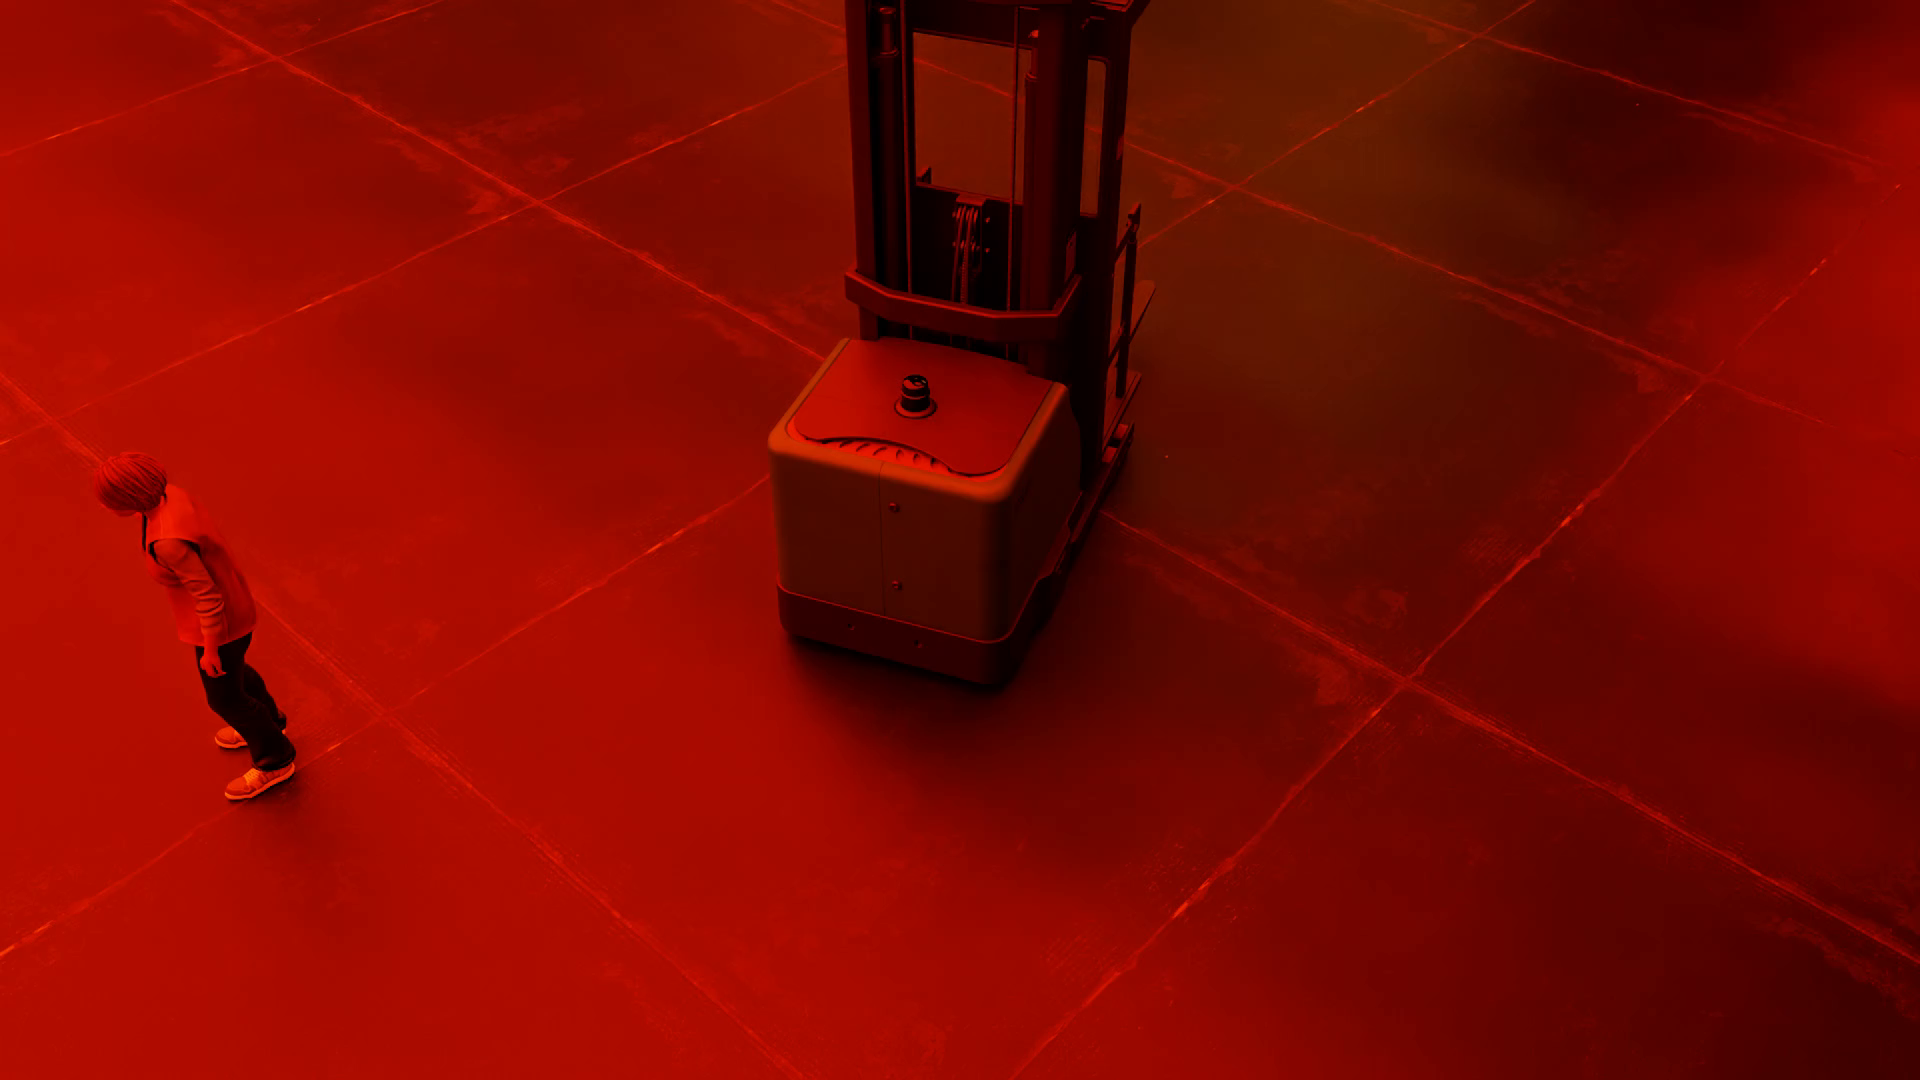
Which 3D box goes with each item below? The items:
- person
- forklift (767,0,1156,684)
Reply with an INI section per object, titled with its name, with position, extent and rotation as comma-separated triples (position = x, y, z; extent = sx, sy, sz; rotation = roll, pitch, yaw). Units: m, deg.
[person]
position = -2.765, 0.294, 6.113
extent = 0.344, 1.593, 0.485
rotation = -19, 44, -21
[forklift]
position = 0.211, -1.484, 7.158
extent = 1.130, 2.935, 3.031
rotation = 14, 42, 15
